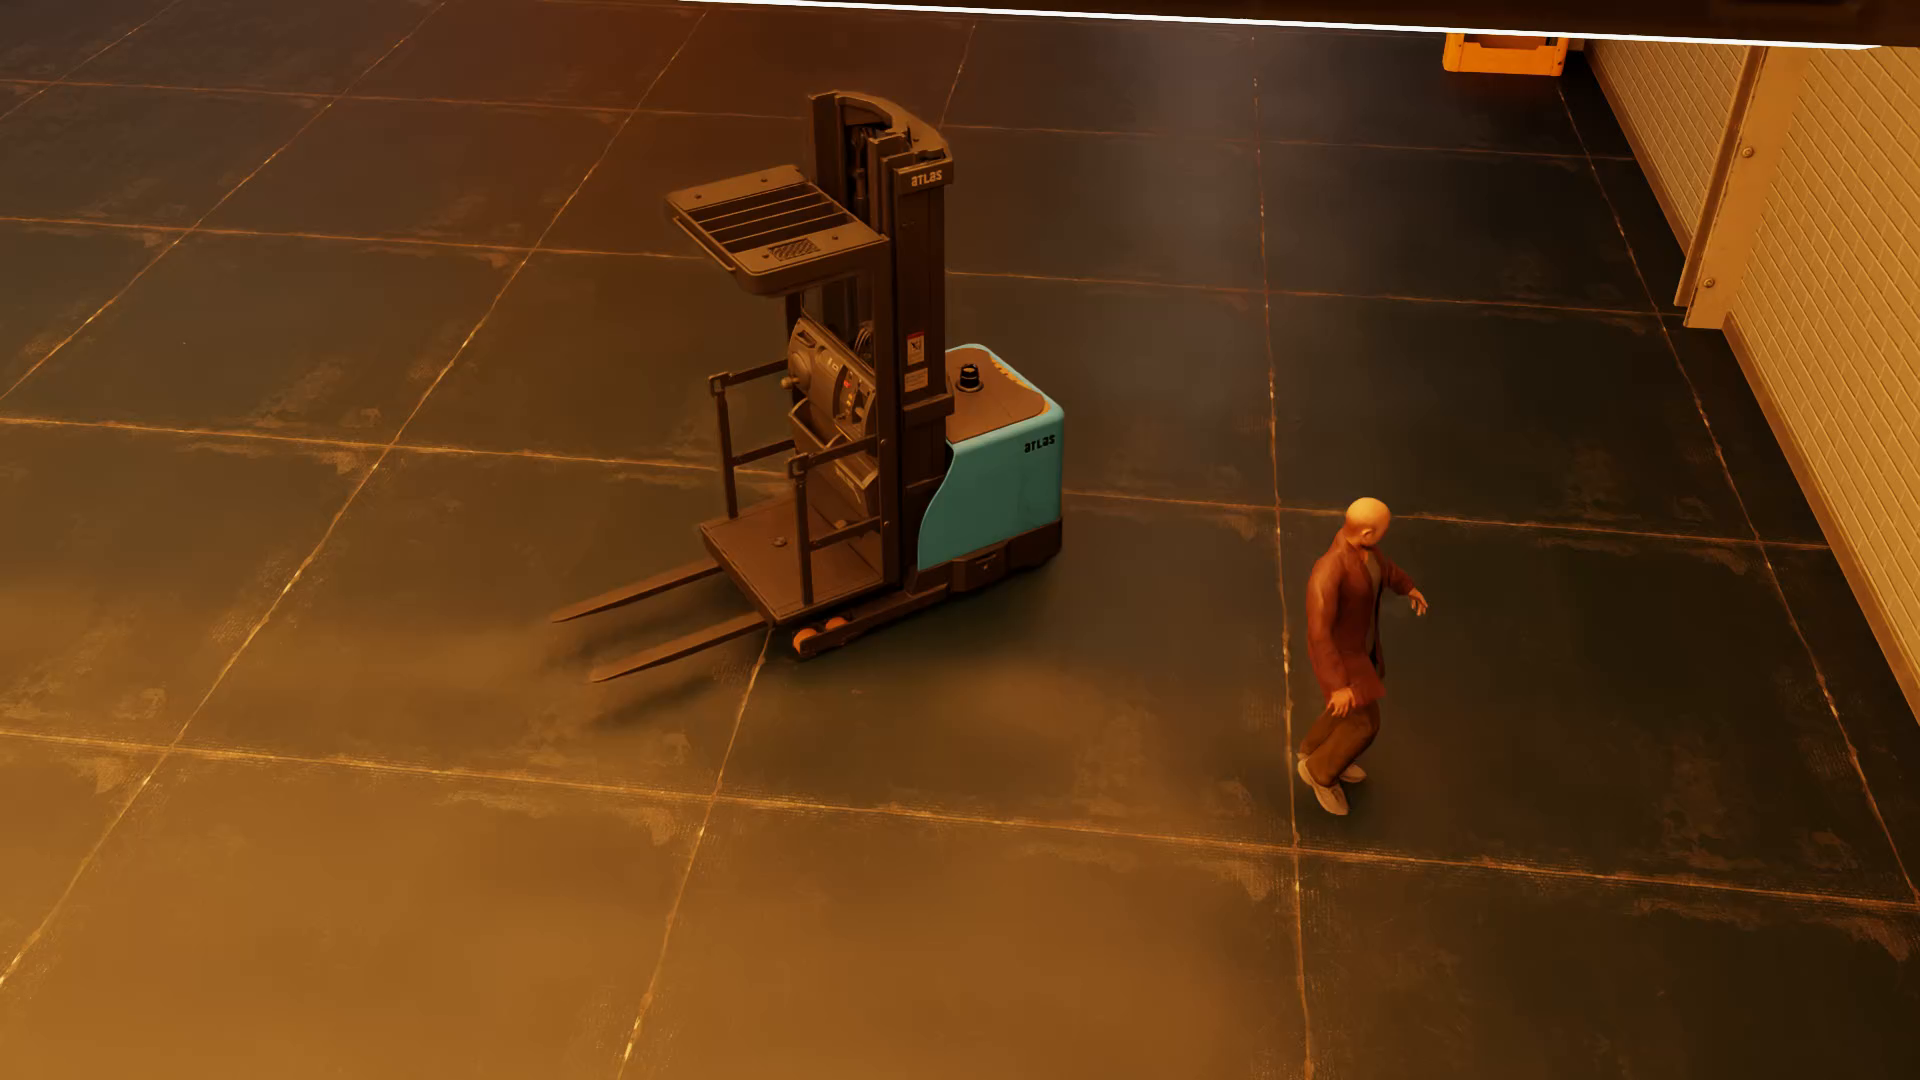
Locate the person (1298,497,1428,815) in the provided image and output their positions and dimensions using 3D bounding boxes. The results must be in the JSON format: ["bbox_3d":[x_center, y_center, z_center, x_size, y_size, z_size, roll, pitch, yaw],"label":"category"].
[{"bbox_3d":[1.979,0.553,8.309,0.486,1.792,0.917,23,42,28],"label":"person"}]

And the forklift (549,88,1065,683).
[{"bbox_3d":[-0.895,-0.864,9.202,3.031,2.935,1.130,-20,41,-25],"label":"forklift"}]
